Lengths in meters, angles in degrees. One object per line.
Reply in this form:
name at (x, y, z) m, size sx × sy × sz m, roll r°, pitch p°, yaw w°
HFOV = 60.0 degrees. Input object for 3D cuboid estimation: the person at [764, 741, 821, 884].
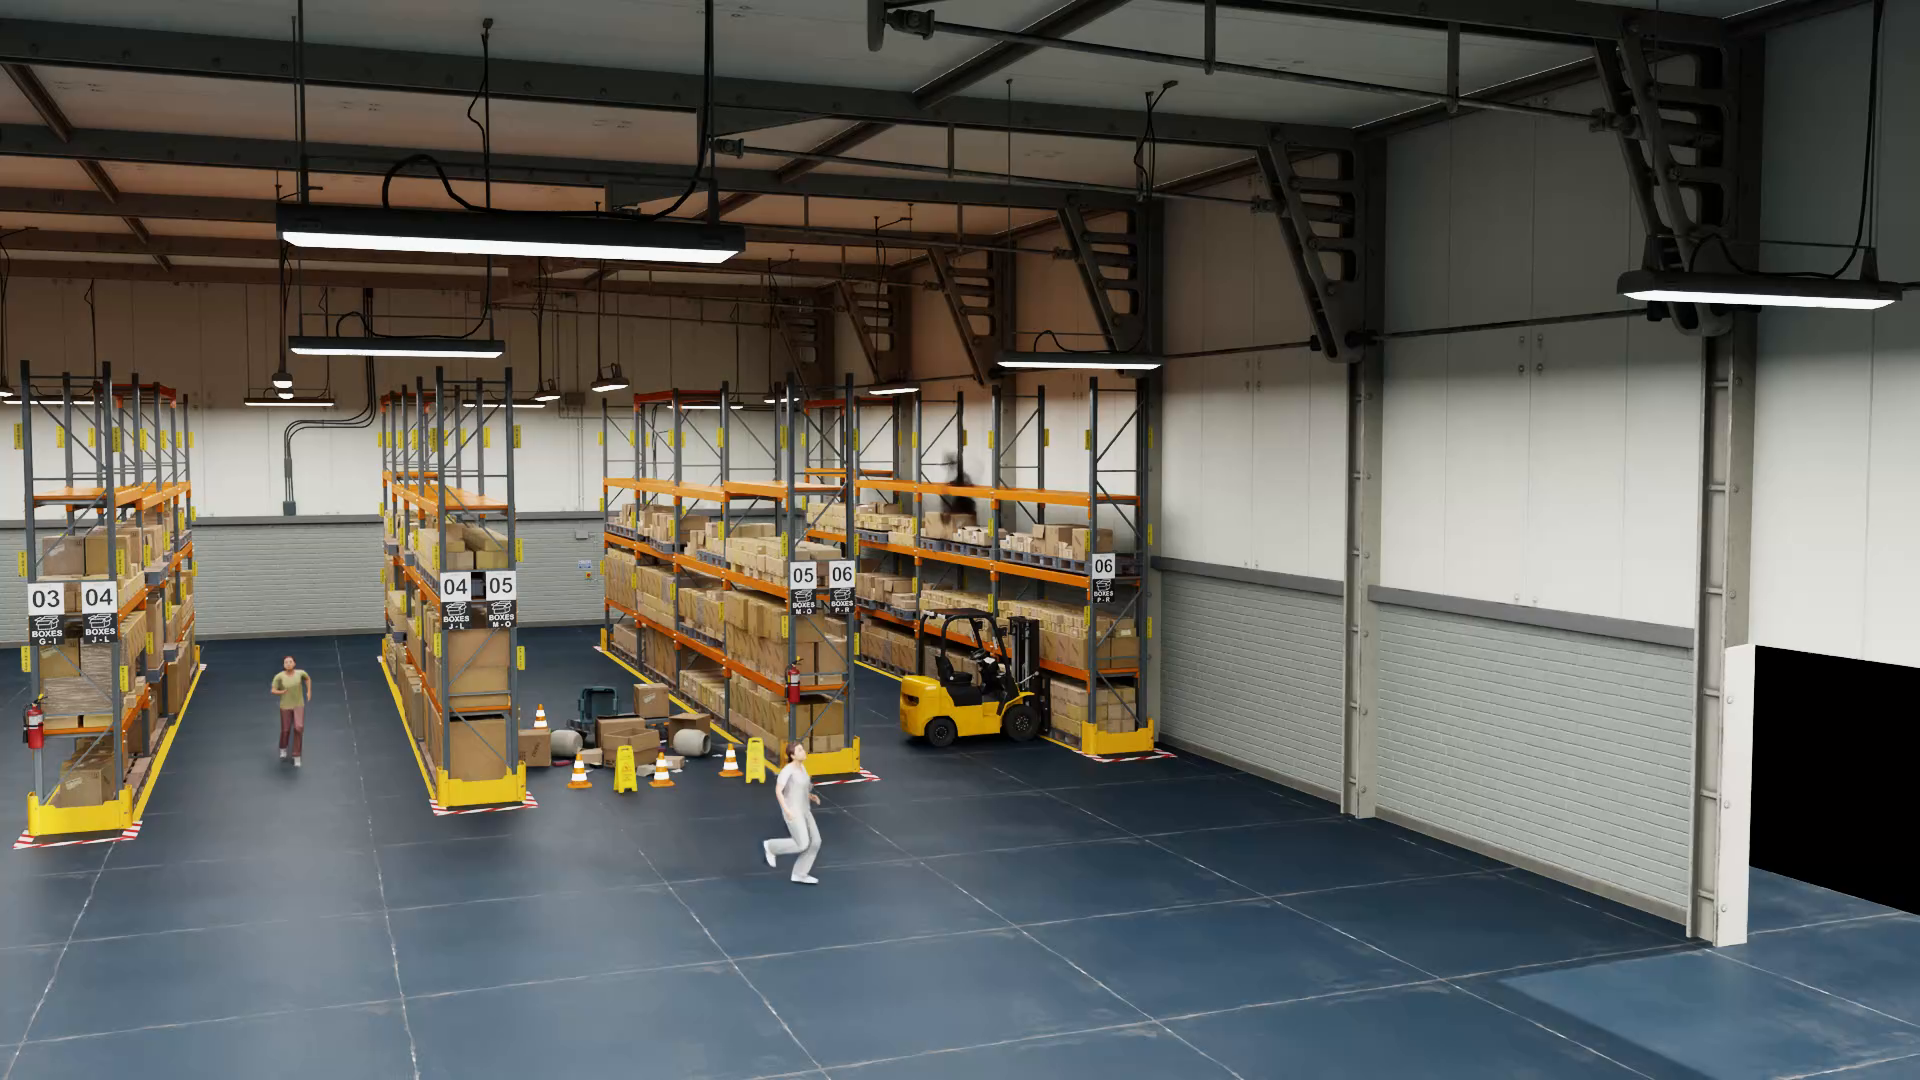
person at (-1.884, 3.069, 18.805) m, size 0.620 × 1.600 × 0.565 m, roll 2°, pitch 4°, yaw 26°

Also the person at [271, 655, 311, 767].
person at (-10.368, 2.617, 25.779) m, size 0.581 × 1.708 × 0.902 m, roll -2°, pitch 4°, yaw -24°
